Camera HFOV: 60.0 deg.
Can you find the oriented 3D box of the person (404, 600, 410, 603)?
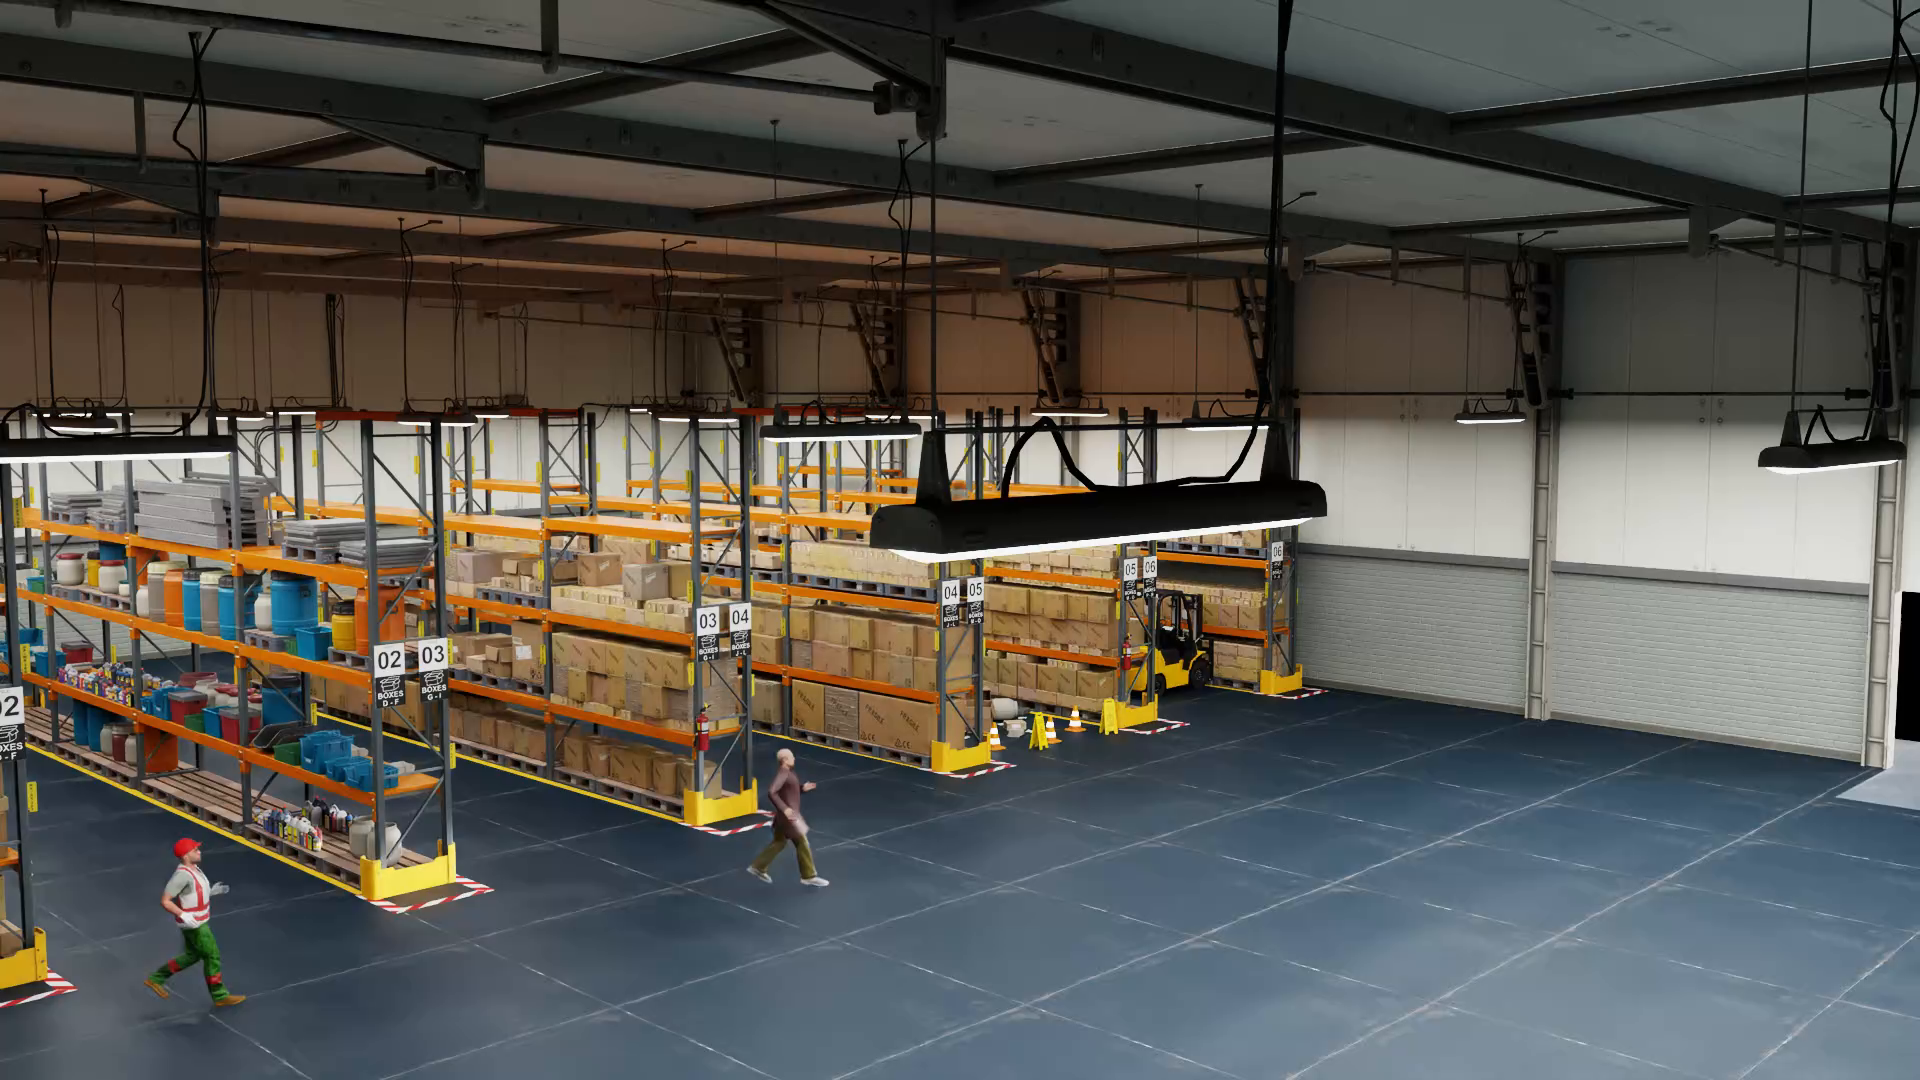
[{"bbox_3d":[-12.703,2.174,37.954,0.636,1.594,0.694,0,5,-1],"label":"person"}]

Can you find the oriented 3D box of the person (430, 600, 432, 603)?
[{"bbox_3d":[-12.864,2.058,39.676,0.632,1.511,0.474,5,7,43],"label":"person"}]

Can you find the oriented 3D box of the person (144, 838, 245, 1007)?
[{"bbox_3d":[-7.825,3.922,17.065,0.854,1.768,0.667,-2,5,-17],"label":"person"}]

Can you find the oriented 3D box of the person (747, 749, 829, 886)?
[{"bbox_3d":[-2.201,3.538,21.185,1.042,1.781,0.697,-1,5,-15],"label":"person"}]
